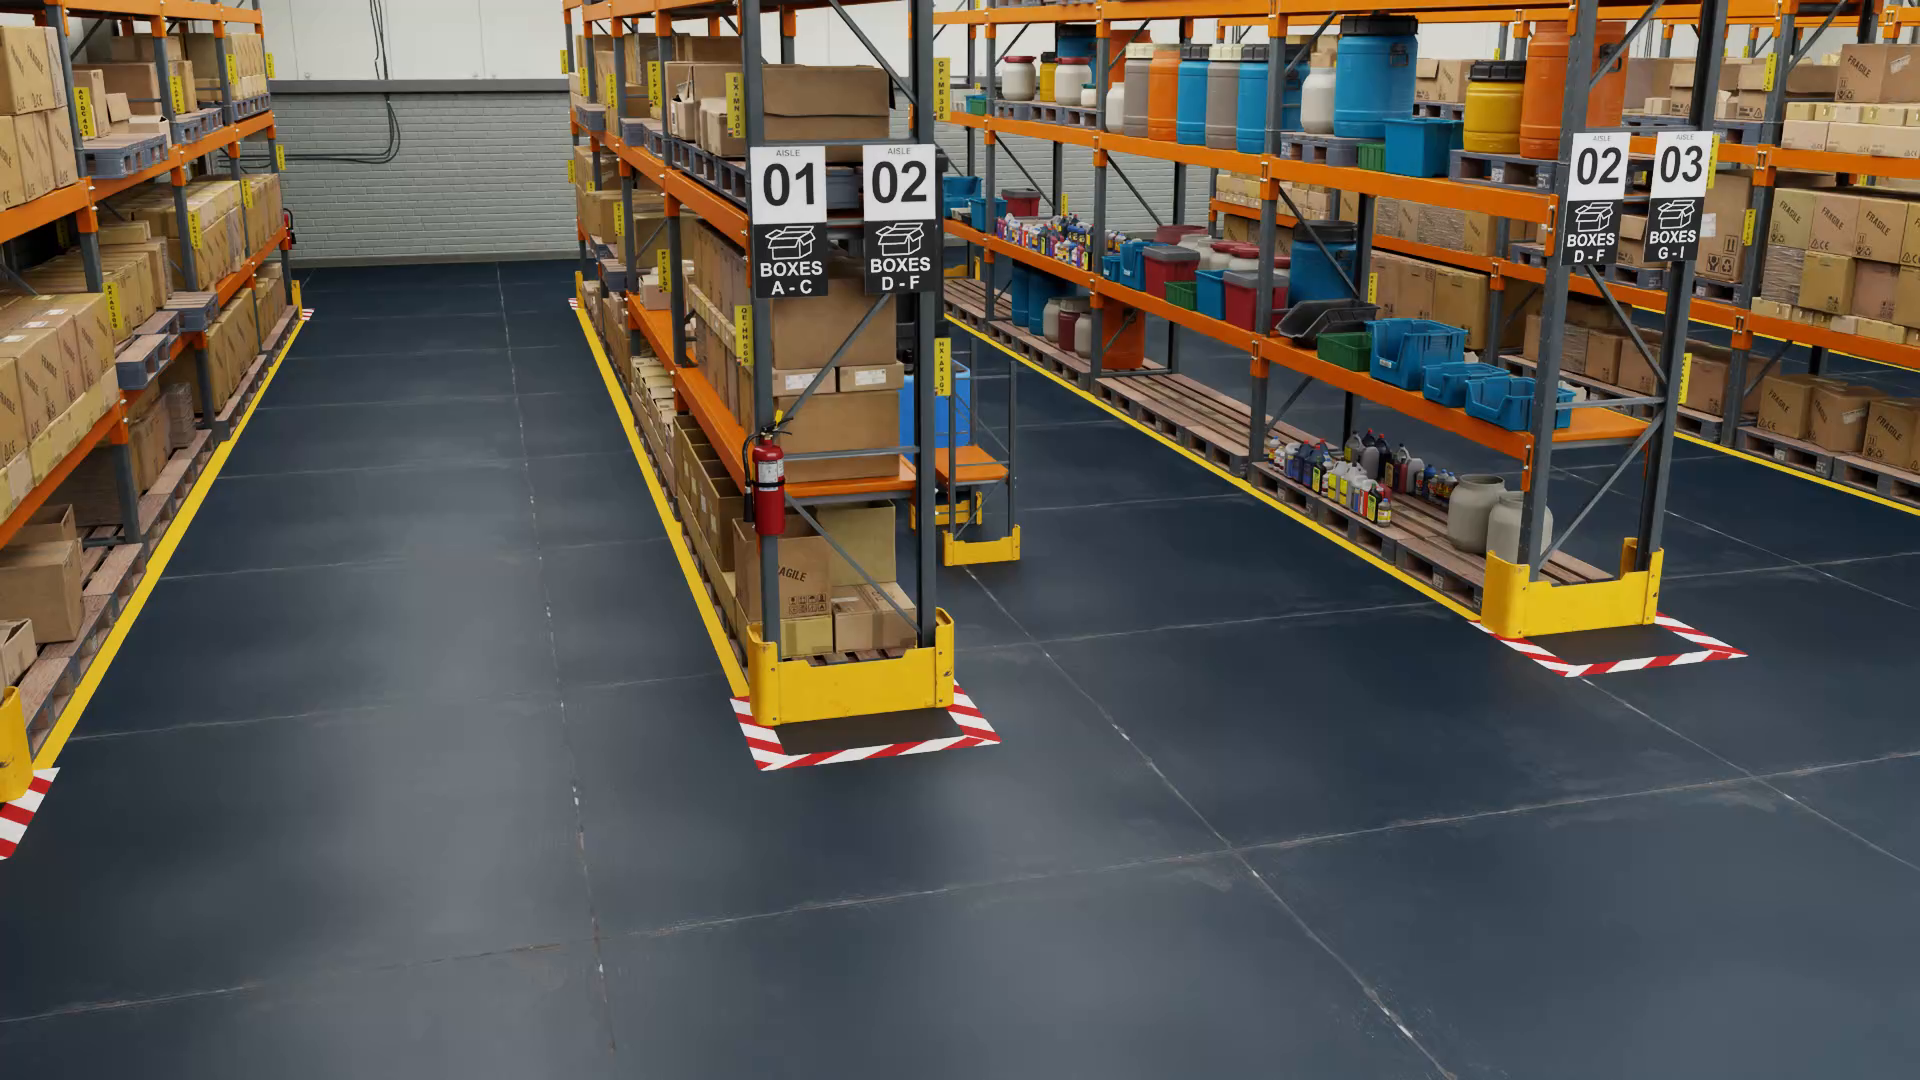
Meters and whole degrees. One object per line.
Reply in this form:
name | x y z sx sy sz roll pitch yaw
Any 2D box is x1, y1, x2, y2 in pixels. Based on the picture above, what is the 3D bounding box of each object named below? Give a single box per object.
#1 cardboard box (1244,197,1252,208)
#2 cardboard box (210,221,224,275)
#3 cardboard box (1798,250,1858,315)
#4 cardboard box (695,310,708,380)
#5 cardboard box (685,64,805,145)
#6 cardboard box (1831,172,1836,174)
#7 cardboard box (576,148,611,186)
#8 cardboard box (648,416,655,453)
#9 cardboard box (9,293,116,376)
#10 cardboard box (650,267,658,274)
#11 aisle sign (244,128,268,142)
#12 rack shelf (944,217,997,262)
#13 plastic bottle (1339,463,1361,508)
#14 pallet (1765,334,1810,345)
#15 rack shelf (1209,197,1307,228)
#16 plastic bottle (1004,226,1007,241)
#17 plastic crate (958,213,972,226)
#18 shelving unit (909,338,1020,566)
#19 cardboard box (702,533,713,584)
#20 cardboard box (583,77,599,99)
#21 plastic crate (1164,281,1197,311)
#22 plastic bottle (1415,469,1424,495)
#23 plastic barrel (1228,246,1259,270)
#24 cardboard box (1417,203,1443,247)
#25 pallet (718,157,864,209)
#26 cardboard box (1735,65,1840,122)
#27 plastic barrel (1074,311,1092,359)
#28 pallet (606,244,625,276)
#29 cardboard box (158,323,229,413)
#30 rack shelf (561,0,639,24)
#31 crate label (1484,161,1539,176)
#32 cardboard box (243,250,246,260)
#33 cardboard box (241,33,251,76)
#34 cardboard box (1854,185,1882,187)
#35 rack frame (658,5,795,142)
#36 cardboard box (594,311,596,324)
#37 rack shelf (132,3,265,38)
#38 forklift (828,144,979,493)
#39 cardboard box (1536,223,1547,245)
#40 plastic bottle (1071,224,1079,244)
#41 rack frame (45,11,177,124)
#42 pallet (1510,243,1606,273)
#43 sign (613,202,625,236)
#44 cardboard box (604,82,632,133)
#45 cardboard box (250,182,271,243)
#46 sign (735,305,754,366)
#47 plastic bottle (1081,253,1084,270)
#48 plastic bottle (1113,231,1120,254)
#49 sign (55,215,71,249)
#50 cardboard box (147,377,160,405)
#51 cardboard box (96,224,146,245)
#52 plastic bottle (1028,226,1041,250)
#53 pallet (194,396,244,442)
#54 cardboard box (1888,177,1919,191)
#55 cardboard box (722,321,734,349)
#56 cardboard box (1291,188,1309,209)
cardboard box | 4.557 -5.156 25.338 0.380 0.149 0.250 -5 17 -16
cardboard box | -7.755 -2.934 16.780 0.500 0.500 0.500 -5 17 -16
cardboard box | 7.958 -2.285 14.654 0.875 0.500 0.500 -5 17 -15
cardboard box | -1.608 -1.509 12.586 0.700 0.500 0.500 -5 17 -17
cardboard box | -1.405 -2.872 10.931 0.797 0.503 0.637 -3 17 -9
cardboard box | 14.448 -5.797 26.864 0.500 0.500 0.500 -5 17 -16
cardboard box | -5.014 -5.141 22.942 0.500 0.500 0.500 -5 17 -15
cardboard box | -2.545 -0.981 15.055 0.500 0.250 0.500 -4 17 -14
cardboard box | -6.071 -1.381 11.257 0.500 0.500 0.500 -5 17 -15
cardboard box | -2.777 -2.543 16.357 0.500 0.311 0.500 -4 17 -12
aisle sign | -9.527 -5.798 22.522 0.394 0.787 0.004 -5 17 -15
rack shelf | 0.280 -4.395 23.620 1.077 0.370 4.000 -5 17 -15
plastic bottle | 3.070 -0.438 13.037 0.144 0.351 0.185 -4 17 -13
pallet | 11.274 -2.716 21.628 1.003 0.211 1.213 -5 17 -15
rack shelf | 5.042 -4.787 24.924 1.077 0.370 4.000 -5 17 -15
plastic bottle | 0.606 -3.889 21.029 0.097 0.201 0.097 0 17 0
plastic crate | 0.263 -4.372 22.666 0.437 0.125 0.590 -5 17 -15
shelving unit | 0.021 -0.697 12.666 0.587 1.500 1.083 -5 17 -15
cardboard box | -1.492 0.100 11.454 0.500 0.250 0.500 -5 17 -15
cardboard box | -4.329 -5.513 20.269 0.500 0.250 0.500 -5 17 -15
plastic crate | 2.278 -2.331 15.868 0.450 0.188 0.662 -5 17 -15
plastic bottle | 3.723 -0.470 13.404 0.097 0.201 0.097 0 17 0
plastic barrel | 2.774 -2.523 15.903 0.433 0.535 0.433 0 17 0
cardboard box | 6.040 -3.918 20.608 0.500 0.500 0.500 -5 18 -17
pallet | -0.806 -2.068 9.563 1.003 0.211 1.213 -5 17 -15
cardboard box | 7.756 -4.190 15.564 0.797 0.503 0.637 -6 18 -18
plastic barrel | 1.536 -2.373 19.231 0.421 0.512 0.421 0 17 0
pallet | -3.374 -3.135 18.508 1.003 0.211 1.213 -5 17 -15
cardboard box | -7.673 -1.682 16.344 0.750 0.750 0.750 -5 17 -16
rack shelf | -4.484 -6.876 21.457 1.077 0.370 4.000 -5 17 -15
crate label | 3.930 -2.776 12.025 0.502 0.251 0.408 -5 17 -15
cardboard box | -8.331 -3.221 18.864 0.380 0.149 0.250 -5 17 -15
cardboard box | -8.911 -5.873 20.130 0.500 0.500 0.500 -5 17 -15
cardboard box | 11.470 -4.419 21.121 0.380 0.149 0.250 -5 17 -17
rack frame | -1.736 -4.456 12.145 1.000 3.000 0.127 -5 17 -15
cardboard box | -4.525 -2.875 21.501 0.380 0.149 0.250 -5 17 -15
rack shelf | -9.246 -6.293 20.207 1.077 0.370 4.000 -5 17 -15
forklift | -0.750 -2.134 14.962 1.130 2.935 3.031 -5 17 -16
cardboard box | 6.878 -3.574 18.733 0.500 0.500 0.500 -7 18 -22
plastic bottle | 1.409 -3.748 20.441 0.097 0.271 0.097 0 17 0
rack frame | -7.597 -5.170 14.521 1.000 3.000 0.127 -5 17 -15
pallet | 6.989 -3.191 18.694 1.213 0.211 1.003 -5 17 -15
sign | -3.354 -3.160 16.384 0.100 0.325 0.005 -5 17 -15
cardboard box | -3.271 -4.577 17.587 0.910 0.500 0.500 -5 17 -15
cardboard box | -9.235 -4.101 20.869 0.980 0.700 0.700 -6 18 -18
sign | -1.162 -1.105 8.994 0.100 0.325 0.005 -5 17 -15
plastic bottle | 1.393 -3.096 18.391 0.097 0.201 0.097 0 17 0
plastic bottle | 1.847 -3.493 19.568 0.061 0.283 0.133 -5 17 -15
sign | -8.130 -2.806 15.068 0.100 0.325 0.005 -5 17 -15
cardboard box | -7.253 -1.312 14.382 0.500 0.250 0.500 -4 17 -14
cardboard box | -7.371 -2.685 14.611 0.380 0.149 0.250 -8 18 -24
plastic bottle | 0.908 -3.649 20.100 0.152 0.276 0.135 -5 17 -15
pallet | -7.741 -1.185 16.531 1.003 0.211 1.213 -5 17 -15
cardboard box | 11.601 -4.237 19.933 0.700 0.500 0.500 -5 17 -16
cardboard box | -1.353 -1.355 10.946 0.380 0.149 0.250 -5 17 -16
cardboard box | 5.073 -4.893 23.771 0.500 0.250 0.500 -4 17 -14
